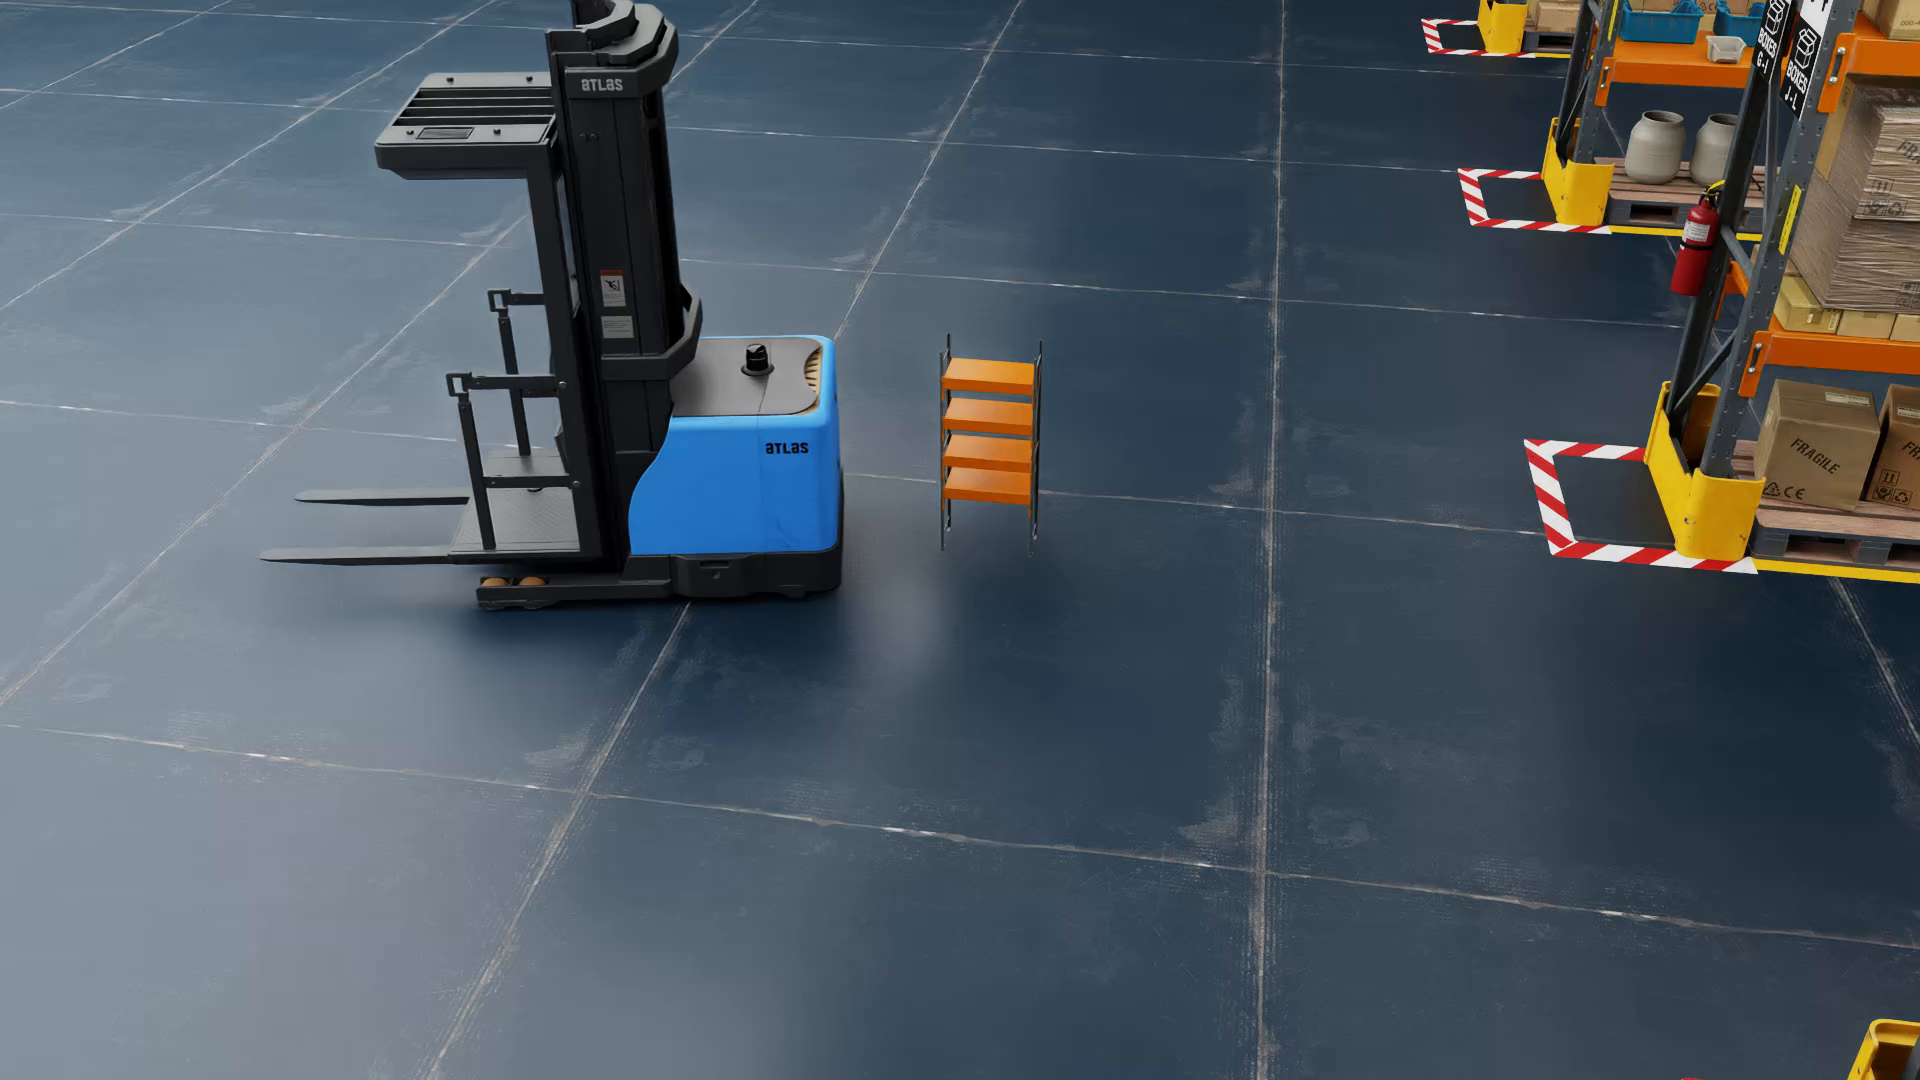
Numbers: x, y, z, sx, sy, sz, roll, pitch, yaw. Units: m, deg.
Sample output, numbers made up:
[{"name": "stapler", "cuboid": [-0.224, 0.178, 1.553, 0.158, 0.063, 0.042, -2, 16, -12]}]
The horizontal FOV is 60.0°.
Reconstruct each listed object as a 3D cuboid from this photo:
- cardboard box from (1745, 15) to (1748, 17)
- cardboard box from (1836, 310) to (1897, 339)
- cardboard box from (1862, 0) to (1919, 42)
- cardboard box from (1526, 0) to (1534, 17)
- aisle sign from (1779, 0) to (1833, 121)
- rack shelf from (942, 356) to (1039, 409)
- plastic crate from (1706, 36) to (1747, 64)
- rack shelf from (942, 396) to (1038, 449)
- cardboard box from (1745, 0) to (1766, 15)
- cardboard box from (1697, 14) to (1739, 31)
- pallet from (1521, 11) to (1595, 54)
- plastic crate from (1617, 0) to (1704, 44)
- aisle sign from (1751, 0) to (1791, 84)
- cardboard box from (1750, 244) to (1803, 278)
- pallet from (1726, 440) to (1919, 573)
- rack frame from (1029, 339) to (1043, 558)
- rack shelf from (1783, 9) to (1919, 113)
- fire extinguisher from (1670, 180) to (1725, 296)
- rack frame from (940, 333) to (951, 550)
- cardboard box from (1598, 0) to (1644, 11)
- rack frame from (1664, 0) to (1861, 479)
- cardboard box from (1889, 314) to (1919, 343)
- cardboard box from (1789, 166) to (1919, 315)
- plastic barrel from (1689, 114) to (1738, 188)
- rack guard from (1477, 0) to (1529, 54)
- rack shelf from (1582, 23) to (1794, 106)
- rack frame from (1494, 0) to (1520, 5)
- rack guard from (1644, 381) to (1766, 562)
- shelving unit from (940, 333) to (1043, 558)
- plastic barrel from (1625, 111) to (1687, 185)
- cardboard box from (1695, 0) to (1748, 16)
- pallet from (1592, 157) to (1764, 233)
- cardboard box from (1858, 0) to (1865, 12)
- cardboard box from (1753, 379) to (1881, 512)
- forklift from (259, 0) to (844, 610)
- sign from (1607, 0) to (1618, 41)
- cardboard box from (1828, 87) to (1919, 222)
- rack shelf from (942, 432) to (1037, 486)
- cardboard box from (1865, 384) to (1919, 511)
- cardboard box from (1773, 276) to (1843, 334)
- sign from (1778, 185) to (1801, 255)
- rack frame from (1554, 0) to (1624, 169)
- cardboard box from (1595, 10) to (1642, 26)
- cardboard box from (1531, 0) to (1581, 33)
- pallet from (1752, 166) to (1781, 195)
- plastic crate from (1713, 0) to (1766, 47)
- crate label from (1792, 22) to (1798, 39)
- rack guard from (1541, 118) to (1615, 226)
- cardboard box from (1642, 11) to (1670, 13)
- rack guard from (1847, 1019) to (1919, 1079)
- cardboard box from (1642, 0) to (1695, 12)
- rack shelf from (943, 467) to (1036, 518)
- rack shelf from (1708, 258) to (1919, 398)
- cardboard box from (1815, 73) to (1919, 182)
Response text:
[{"name": "cardboard box", "cuboid": [8.262, -5.325, 17.127, 0.500, 0.250, 0.500, 5, 32, 8]}, {"name": "cardboard box", "cuboid": [4.613, -1.187, 8.555, 0.250, 0.149, 0.380, 5, 32, 8]}, {"name": "cardboard box", "cuboid": [4.561, -2.505, 7.739, 0.500, 0.250, 0.500, 6, 33, 10]}, {"name": "cardboard box", "cuboid": [6.378, -5.775, 17.845, 0.500, 0.250, 0.500, 5, 32, 8]}, {"name": "aisle sign", "cuboid": [4.018, -2.426, 7.849, 0.004, 0.787, 0.394, 5, 32, 8]}, {"name": "rack shelf", "cuboid": [0.163, -0.827, 8.700, 0.480, 0.148, 0.258, 5, 32, 8]}, {"name": "plastic crate", "cuboid": [5.791, -3.706, 12.592, 0.250, 0.136, 0.298, 5, 32, 8]}, {"name": "rack shelf", "cuboid": [0.163, -0.626, 8.825, 0.480, 0.148, 0.258, 5, 32, 8]}, {"name": "cardboard box", "cuboid": [8.264, -5.650, 16.938, 0.500, 0.500, 0.500, 5, 32, 8]}, {"name": "cardboard box", "cuboid": [7.769, -5.370, 17.197, 0.500, 0.250, 0.500, 5, 32, 8]}, {"name": "pallet", "cuboid": [6.561, -5.428, 17.723, 1.213, 0.211, 1.003, 5, 32, 8]}, {"name": "plastic crate", "cuboid": [5.506, -4.115, 13.137, 0.616, 0.251, 0.499, 5, 32, 8]}, {"name": "aisle sign", "cuboid": [4.119, -2.740, 8.350, 0.004, 0.787, 0.394, 5, 32, 8]}, {"name": "cardboard box", "cuboid": [4.445, -1.452, 8.979, 0.250, 0.149, 0.380, 5, 32, 8]}, {"name": "pallet", "cuboid": [4.999, -0.196, 9.364, 1.213, 0.211, 1.003, 5, 32, 8]}, {"name": "rack frame", "cuboid": [0.404, -0.472, 8.873, 0.015, 1.200, 0.240, 5, 32, 8]}, {"name": "rack shelf", "cuboid": [6.101, -2.264, 7.890, 4.000, 0.370, 1.077, 5, 32, 8]}, {"name": "fire extinguisher", "cuboid": [4.094, -1.694, 9.202, 0.183, 0.674, 0.296, 5, 32, 8]}, {"name": "rack frame", "cuboid": [-0.077, -0.516, 8.943, 0.015, 1.200, 0.240, 5, 32, 8]}, {"name": "cardboard box", "cuboid": [6.784, -5.779, 17.144, 0.500, 0.500, 0.500, 5, 32, 8]}, {"name": "rack frame", "cuboid": [4.129, -1.476, 8.780, 0.127, 3.000, 1.000, 5, 32, 8]}, {"name": "cardboard box", "cuboid": [4.857, -1.156, 8.507, 0.250, 0.149, 0.380, 5, 32, 8]}, {"name": "cardboard box", "cuboid": [4.667, -1.581, 8.573, 0.500, 0.500, 0.875, 5, 32, 8]}, {"name": "plastic barrel", "cuboid": [6.118, -3.126, 13.366, 0.421, 0.512, 0.421, 0, 32, 0]}, {"name": "rack guard", "cuboid": [5.776, -5.599, 17.724, 0.348, 0.500, 1.175, 5, 32, 8]}, {"name": "rack shelf", "cuboid": [6.934, -3.582, 12.824, 4.000, 0.370, 1.077, 5, 32, 8]}, {"name": "rack frame", "cuboid": [5.800, -6.656, 17.057, 0.127, 3.000, 1.000, 5, 32, 8]}, {"name": "rack guard", "cuboid": [4.204, -0.409, 9.433, 0.348, 0.500, 1.175, 5, 32, 8]}, {"name": "shelving unit", "cuboid": [0.163, -0.494, 8.908, 0.503, 1.200, 0.258, 5, 32, 8]}, {"name": "plastic barrel", "cuboid": [5.624, -3.171, 13.437, 0.421, 0.512, 0.421, 0, 32, 0]}, {"name": "cardboard box", "cuboid": [7.769, -5.687, 16.998, 0.500, 0.500, 0.500, 5, 32, 8]}, {"name": "pallet", "cuboid": [5.845, -2.826, 13.567, 1.213, 0.211, 1.003, 5, 32, 8]}, {"name": "cardboard box", "cuboid": [4.647, -2.773, 8.168, 0.500, 0.250, 0.500, 6, 33, 9]}, {"name": "cardboard box", "cuboid": [4.742, -0.529, 9.229, 0.500, 0.500, 0.500, 11, 34, 17]}, {"name": "forklift", "cuboid": [-2.159, -1.164, 8.347, 3.031, 2.935, 1.130, -1, 32, -2]}, {"name": "sign", "cuboid": [4.866, -3.896, 12.386, 0.005, 0.325, 0.100, 5, 32, 8]}, {"name": "cardboard box", "cuboid": [4.626, -1.876, 8.103, 0.500, 0.500, 0.500, 5, 32, 8]}, {"name": "rack shelf", "cuboid": [0.163, -0.437, 8.944, 0.480, 0.148, 0.258, 5, 32, 8]}, {"name": "cardboard box", "cuboid": [5.337, -0.494, 9.172, 0.500, 0.500, 0.500, 14, 35, 21]}, {"name": "cardboard box", "cuboid": [4.370, -1.219, 8.607, 0.250, 0.149, 0.380, 5, 32, 8]}, {"name": "sign", "cuboid": [4.038, -1.559, 8.097, 0.005, 0.325, 0.100, 5, 32, 8]}, {"name": "rack frame", "cuboid": [4.963, -4.066, 12.919, 0.127, 3.000, 1.000, 5, 32, 8]}, {"name": "cardboard box", "cuboid": [6.784, -5.462, 17.344, 0.500, 0.250, 0.500, 5, 32, 8]}, {"name": "cardboard box", "cuboid": [6.291, -5.505, 17.413, 0.500, 0.250, 0.500, 5, 32, 8]}, {"name": "pallet", "cuboid": [7.044, -2.716, 13.391, 1.213, 0.211, 1.003, 5, 32, 8]}, {"name": "plastic crate", "cuboid": [6.146, -4.054, 13.039, 0.408, 0.251, 0.499, 5, 32, 8]}, {"name": "crate label", "cuboid": [6.822, -4.058, 12.873, 0.616, 0.435, 0.502, 5, 32, 8]}, {"name": "rack guard", "cuboid": [5.045, -3.024, 13.610, 0.348, 0.500, 1.175, 5, 32, 8]}, {"name": "cardboard box", "cuboid": [7.277, -5.417, 17.273, 0.500, 0.250, 0.500, 5, 32, 8]}, {"name": "rack guard", "cuboid": [3.172, 2.167, 5.317, 0.348, 0.500, 1.175, 5, 32, 8]}, {"name": "cardboard box", "cuboid": [7.279, -5.741, 17.083, 0.500, 0.500, 0.500, 5, 32, 8]}, {"name": "rack shelf", "cuboid": [0.163, -0.268, 9.049, 0.480, 0.148, 0.258, 5, 32, 8]}, {"name": "rack shelf", "cuboid": [6.101, -0.992, 8.686, 4.000, 0.370, 1.077, 5, 32, 8]}, {"name": "cardboard box", "cuboid": [4.713, -2.148, 8.537, 0.500, 0.500, 0.500, 5, 32, 8]}]
